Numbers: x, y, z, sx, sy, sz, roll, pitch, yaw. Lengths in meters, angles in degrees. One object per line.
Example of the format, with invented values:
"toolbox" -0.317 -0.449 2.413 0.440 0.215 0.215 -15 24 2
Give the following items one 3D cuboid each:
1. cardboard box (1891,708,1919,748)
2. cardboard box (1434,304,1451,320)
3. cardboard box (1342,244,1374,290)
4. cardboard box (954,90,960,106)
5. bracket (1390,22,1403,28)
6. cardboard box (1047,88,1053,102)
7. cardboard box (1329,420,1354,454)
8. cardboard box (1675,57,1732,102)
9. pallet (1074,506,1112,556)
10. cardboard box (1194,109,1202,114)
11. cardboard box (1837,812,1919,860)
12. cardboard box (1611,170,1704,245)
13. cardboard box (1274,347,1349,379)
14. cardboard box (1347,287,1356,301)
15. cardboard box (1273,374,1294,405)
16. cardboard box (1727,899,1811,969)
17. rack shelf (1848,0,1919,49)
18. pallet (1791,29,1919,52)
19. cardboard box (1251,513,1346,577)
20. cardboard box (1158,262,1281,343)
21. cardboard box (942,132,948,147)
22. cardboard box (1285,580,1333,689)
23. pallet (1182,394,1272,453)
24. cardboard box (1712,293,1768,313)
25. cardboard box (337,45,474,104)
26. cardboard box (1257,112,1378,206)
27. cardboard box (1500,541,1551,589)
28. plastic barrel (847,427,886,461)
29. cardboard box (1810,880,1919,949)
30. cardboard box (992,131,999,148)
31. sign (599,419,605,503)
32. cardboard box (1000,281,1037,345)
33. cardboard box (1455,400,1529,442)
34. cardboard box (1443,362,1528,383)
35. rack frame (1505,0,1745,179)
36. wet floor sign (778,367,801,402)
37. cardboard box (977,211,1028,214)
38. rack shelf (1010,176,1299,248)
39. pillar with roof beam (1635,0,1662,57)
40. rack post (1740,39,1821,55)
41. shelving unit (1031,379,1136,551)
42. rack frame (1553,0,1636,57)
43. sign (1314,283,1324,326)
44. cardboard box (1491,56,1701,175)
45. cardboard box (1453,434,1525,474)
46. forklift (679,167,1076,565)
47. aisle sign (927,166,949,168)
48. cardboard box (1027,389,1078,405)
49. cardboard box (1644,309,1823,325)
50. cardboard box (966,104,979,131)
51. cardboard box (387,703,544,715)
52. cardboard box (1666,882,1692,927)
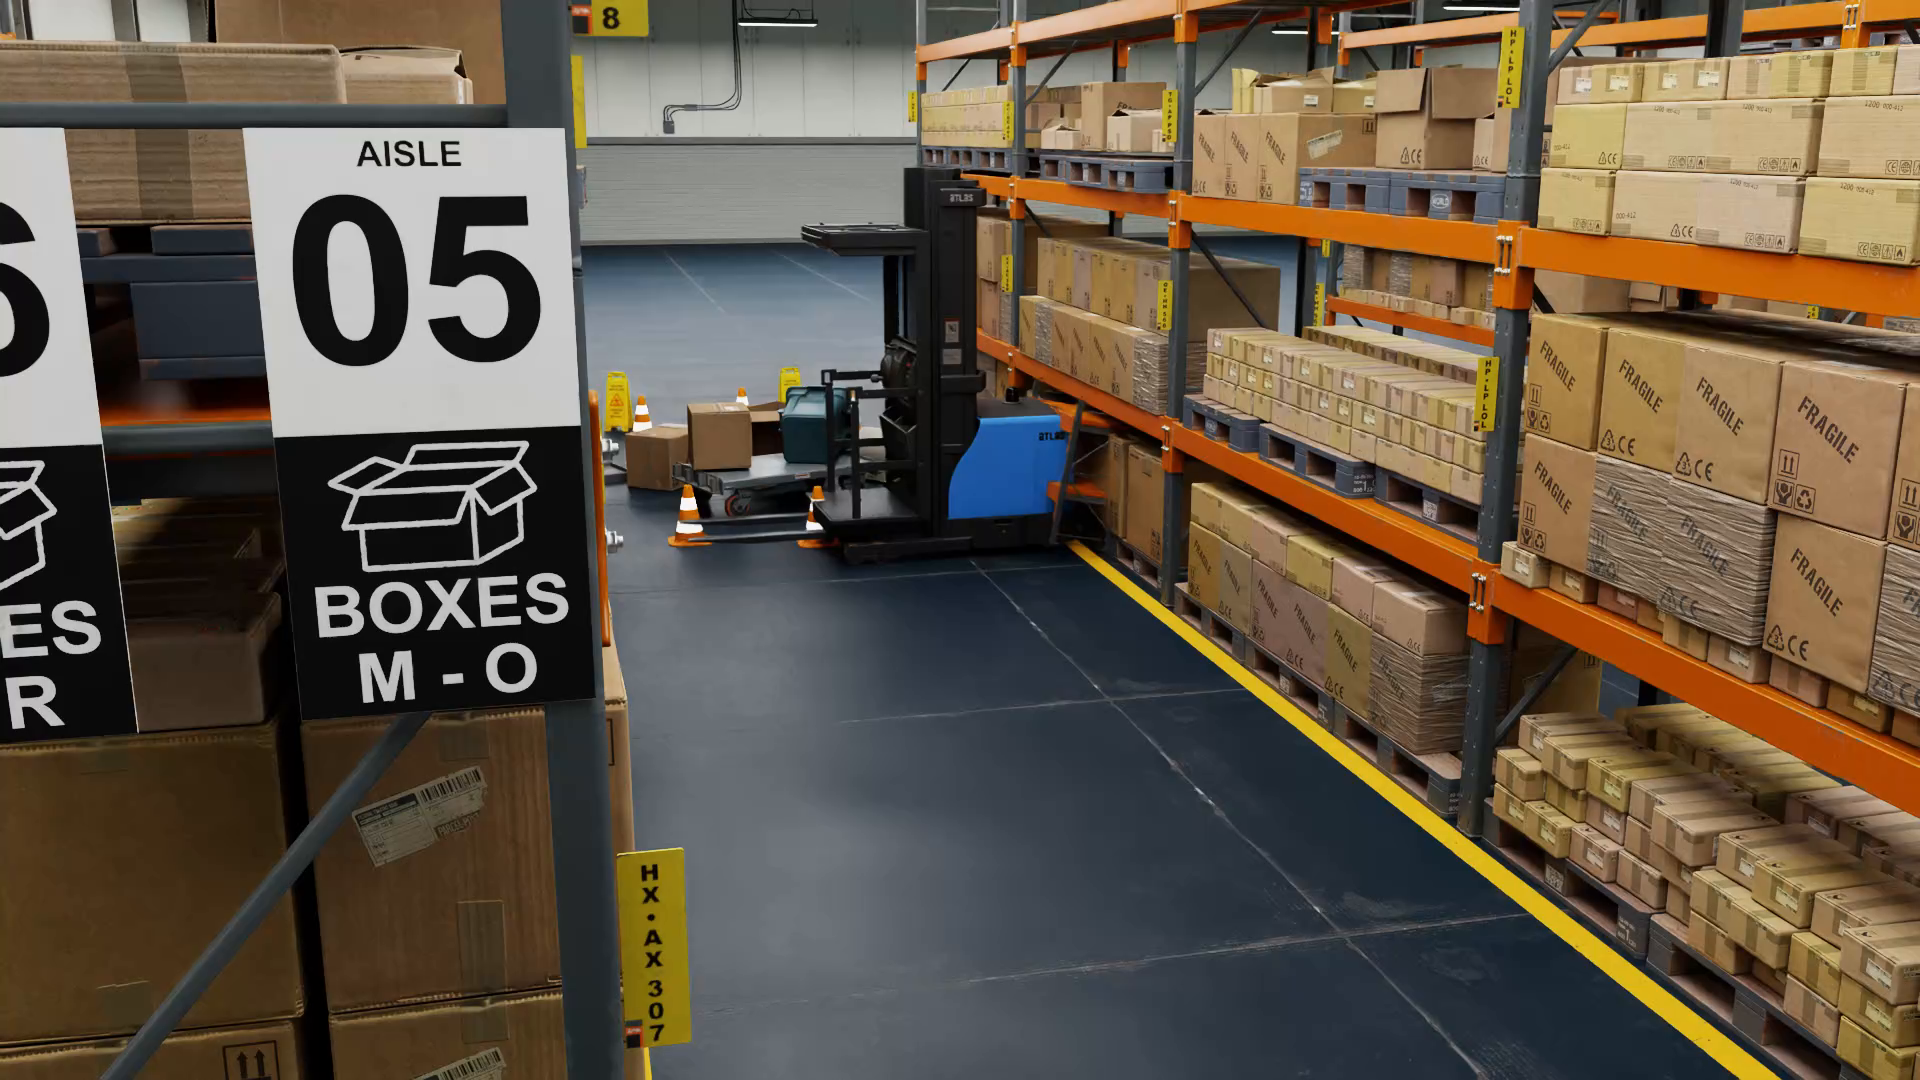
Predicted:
"cardboard box" 3.211 0.577 5.273 0.380 0.149 0.250 -4 14 -16
"cardboard box" 5.224 -2.407 17.488 0.380 0.149 0.250 -3 14 -13
"cardboard box" 4.969 -3.192 19.335 0.875 0.500 0.500 -3 14 -13
"cardboard box" 0.148 -4.402 16.559 0.380 0.149 0.250 -3 14 -12
"bracket" 13.023 -15.310 49.550 0.235 0.232 0.430 -3 14 -13
"cardboard box" 1.026 -4.205 15.752 0.380 0.149 0.250 -4 14 -14
"cardboard box" 2.245 -0.569 9.079 0.380 0.149 0.250 -3 14 -11
"cardboard box" 2.835 -1.664 6.021 0.380 0.149 0.250 -4 14 -15
"pallet" 1.505 -0.141 13.560 1.003 0.211 1.213 -3 14 -13
"cardboard box" 1.706 -3.108 12.602 0.500 0.311 0.500 -4 14 -14
"cardboard box" 3.554 1.150 6.267 0.380 0.149 0.250 -4 14 -15
"cardboard box" 2.819 -1.254 6.234 0.500 0.250 0.500 -4 14 -14
"cardboard box" 2.067 -1.040 9.755 0.380 0.149 0.250 -3 14 -11
"cardboard box" 4.742 -2.868 19.373 0.380 0.149 0.250 -3 14 -13
"cardboard box" 2.068 -0.893 9.779 0.380 0.149 0.250 -3 14 -13
"cardboard box" 2.986 1.387 5.926 0.380 0.149 0.250 -3 14 -13
"rack shelf" 7.215 -3.191 9.886 1.077 0.370 4.000 -3 14 -13
"pallet" 10.110 -5.580 18.545 1.003 0.211 1.213 -3 14 -13
"cardboard box" 2.050 0.022 9.820 0.500 0.250 0.500 -3 14 -13
"cardboard box" 1.805 -1.667 11.613 0.700 0.500 0.500 -3 14 -13
"cardboard box" 0.028 -4.132 17.133 0.380 0.149 0.250 -3 14 -13
"cardboard box" 2.185 0.511 9.398 0.500 0.500 0.500 -4 14 -14
"pallet" 2.171 -0.777 10.691 1.213 0.211 1.003 -3 14 -13
"cardboard box" 6.351 -1.780 13.297 0.700 0.500 0.500 -1 14 -5
"cardboard box" -1.312 -0.898 3.556 0.500 0.311 0.500 -3 14 -12
"cardboard box" 2.023 -2.158 9.408 0.500 0.500 0.500 -3 14 -13
"cardboard box" 2.588 0.100 7.228 0.380 0.149 0.250 -3 14 -11
"plastic barrel" -0.797 -0.876 16.121 0.512 0.421 0.421 7 15 26
"cardboard box" 3.151 1.298 5.663 0.380 0.149 0.250 -4 14 -15
"cardboard box" 0.505 -3.663 15.215 0.380 0.149 0.250 -3 14 -12
"sign" -1.409 -0.297 6.331 0.100 0.325 0.005 -3 14 -13
"cardboard box" 0.863 -2.109 15.422 0.875 0.550 0.550 -3 14 -13
"cardboard box" 2.556 -0.559 7.784 0.380 0.149 0.250 -3 14 -11
"cardboard box" 2.890 -0.892 9.147 0.380 0.149 0.250 -3 14 -11
"rack frame" 2.840 -3.020 6.828 1.000 3.000 0.127 -3 14 -13
"wet floor sign" -1.910 -1.627 18.726 0.267 0.644 0.232 -6 15 -23
"cardboard box" 0.289 -3.125 17.308 0.875 0.550 0.550 -3 14 -13
"rack shelf" 1.431 -2.598 12.935 1.077 0.370 4.000 -3 14 -13
"pillar with roof beam" 11.904 -10.669 38.137 9.100 9.000 0.548 -3 14 -13
"rack post" 9.735 -5.893 19.642 0.937 0.300 0.954 -2 14 -7
"shelving unit" 0.880 -0.607 13.179 0.538 1.125 1.048 7 11 -19
"rack frame" 5.806 -5.119 15.418 1.000 3.000 0.127 -3 14 -13
"sign" 2.426 -1.585 11.322 0.100 0.325 0.005 -3 14 -13
"cardboard box" 2.858 -1.909 7.505 0.700 0.500 0.500 -3 14 -13
"cardboard box" 2.554 -0.413 7.815 0.380 0.149 0.250 -3 14 -11
"forklift" -0.661 -1.371 12.862 3.031 2.935 1.130 -4 14 -15
"aisle sign" -0.287 -4.137 18.561 0.394 0.787 0.004 -3 14 -13
"cardboard box" 1.194 -0.924 14.746 1.050 0.750 0.750 -3 14 -13
"cardboard box" 3.213 -0.691 6.992 0.500 0.500 0.500 -4 14 -15
"cardboard box" 0.362 -4.064 16.015 0.500 0.250 0.500 -3 14 -14
"cardboard box" -0.823 0.169 2.729 0.380 0.149 0.250 -3 14 -12
"cardboard box" 2.990 1.409 6.463 0.380 0.149 0.250 -4 14 -16
